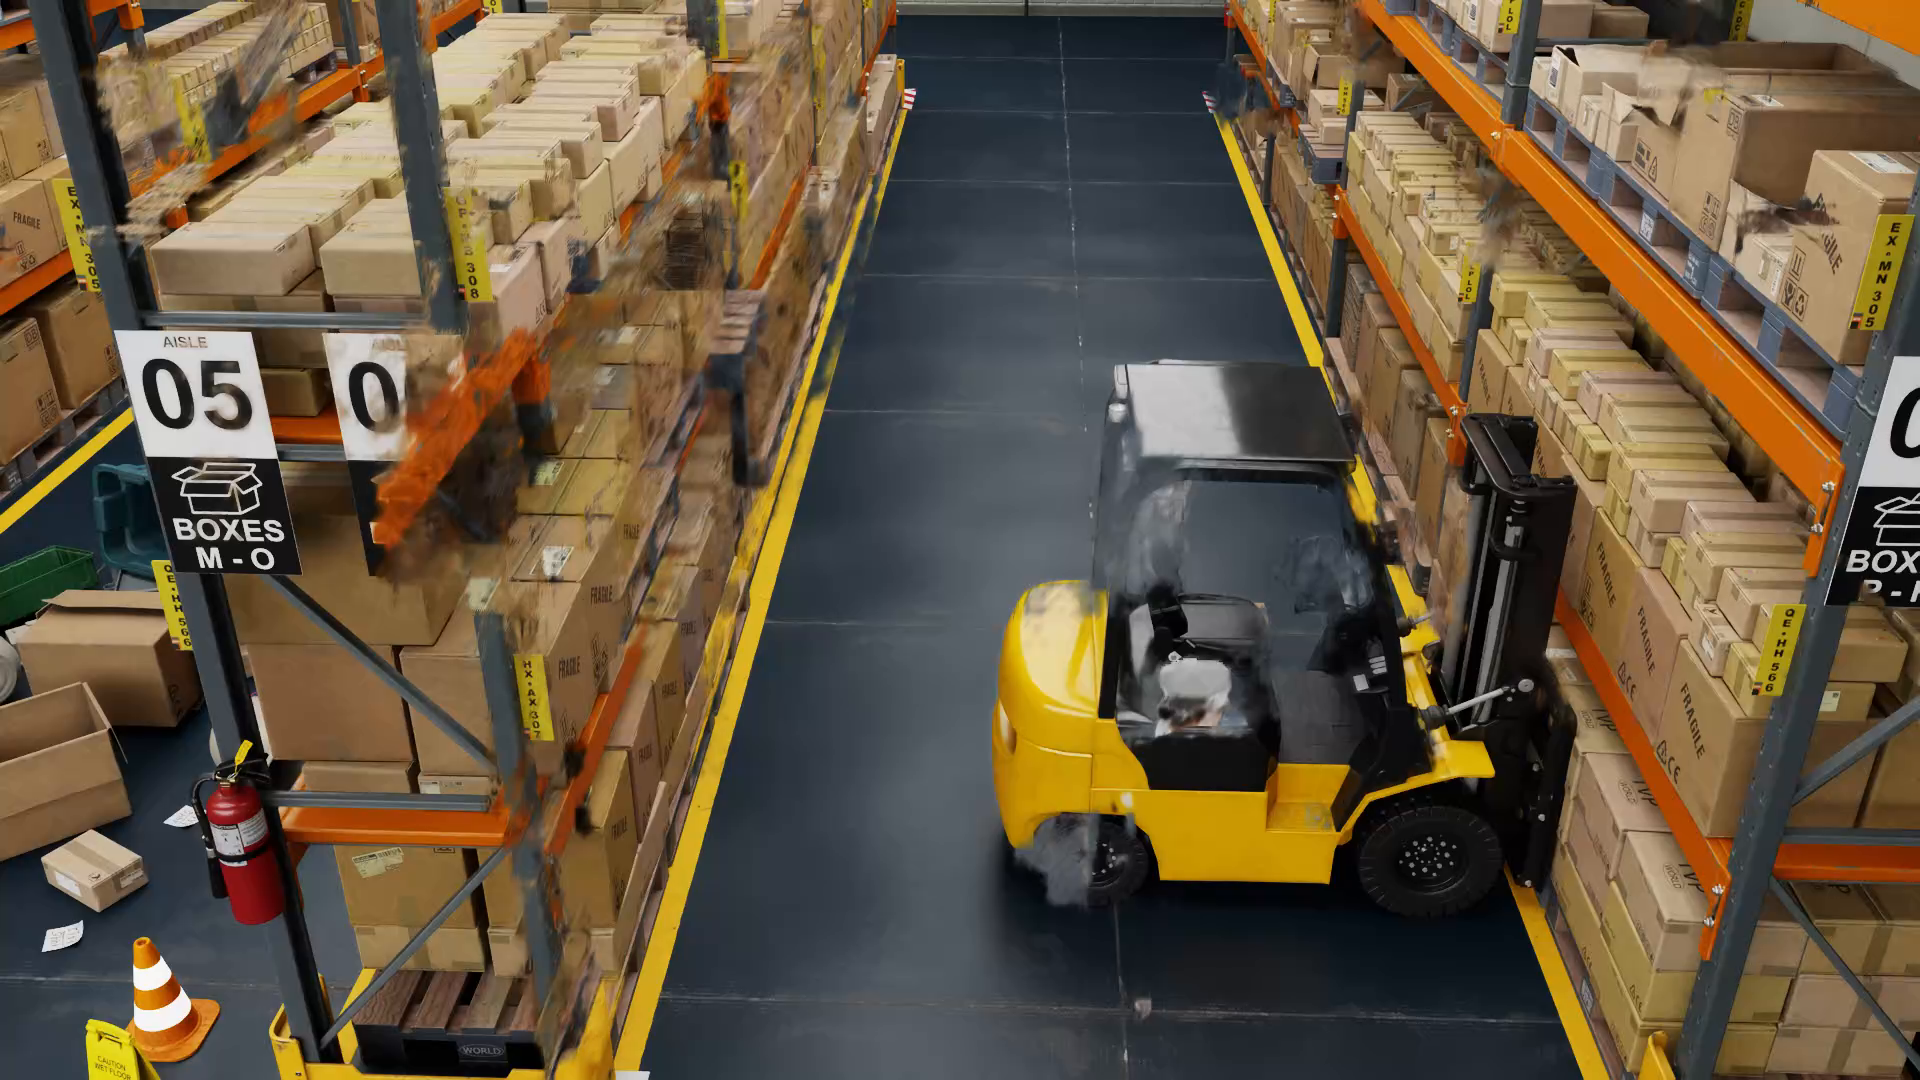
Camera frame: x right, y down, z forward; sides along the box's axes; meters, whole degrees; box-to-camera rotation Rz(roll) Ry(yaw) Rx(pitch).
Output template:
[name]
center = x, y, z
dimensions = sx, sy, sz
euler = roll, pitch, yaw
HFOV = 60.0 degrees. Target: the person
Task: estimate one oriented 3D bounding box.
[person]
center = 1.088, -0.122, 8.858
dimensions = 0.328, 1.667, 0.469
euler = 2, 28, 3
